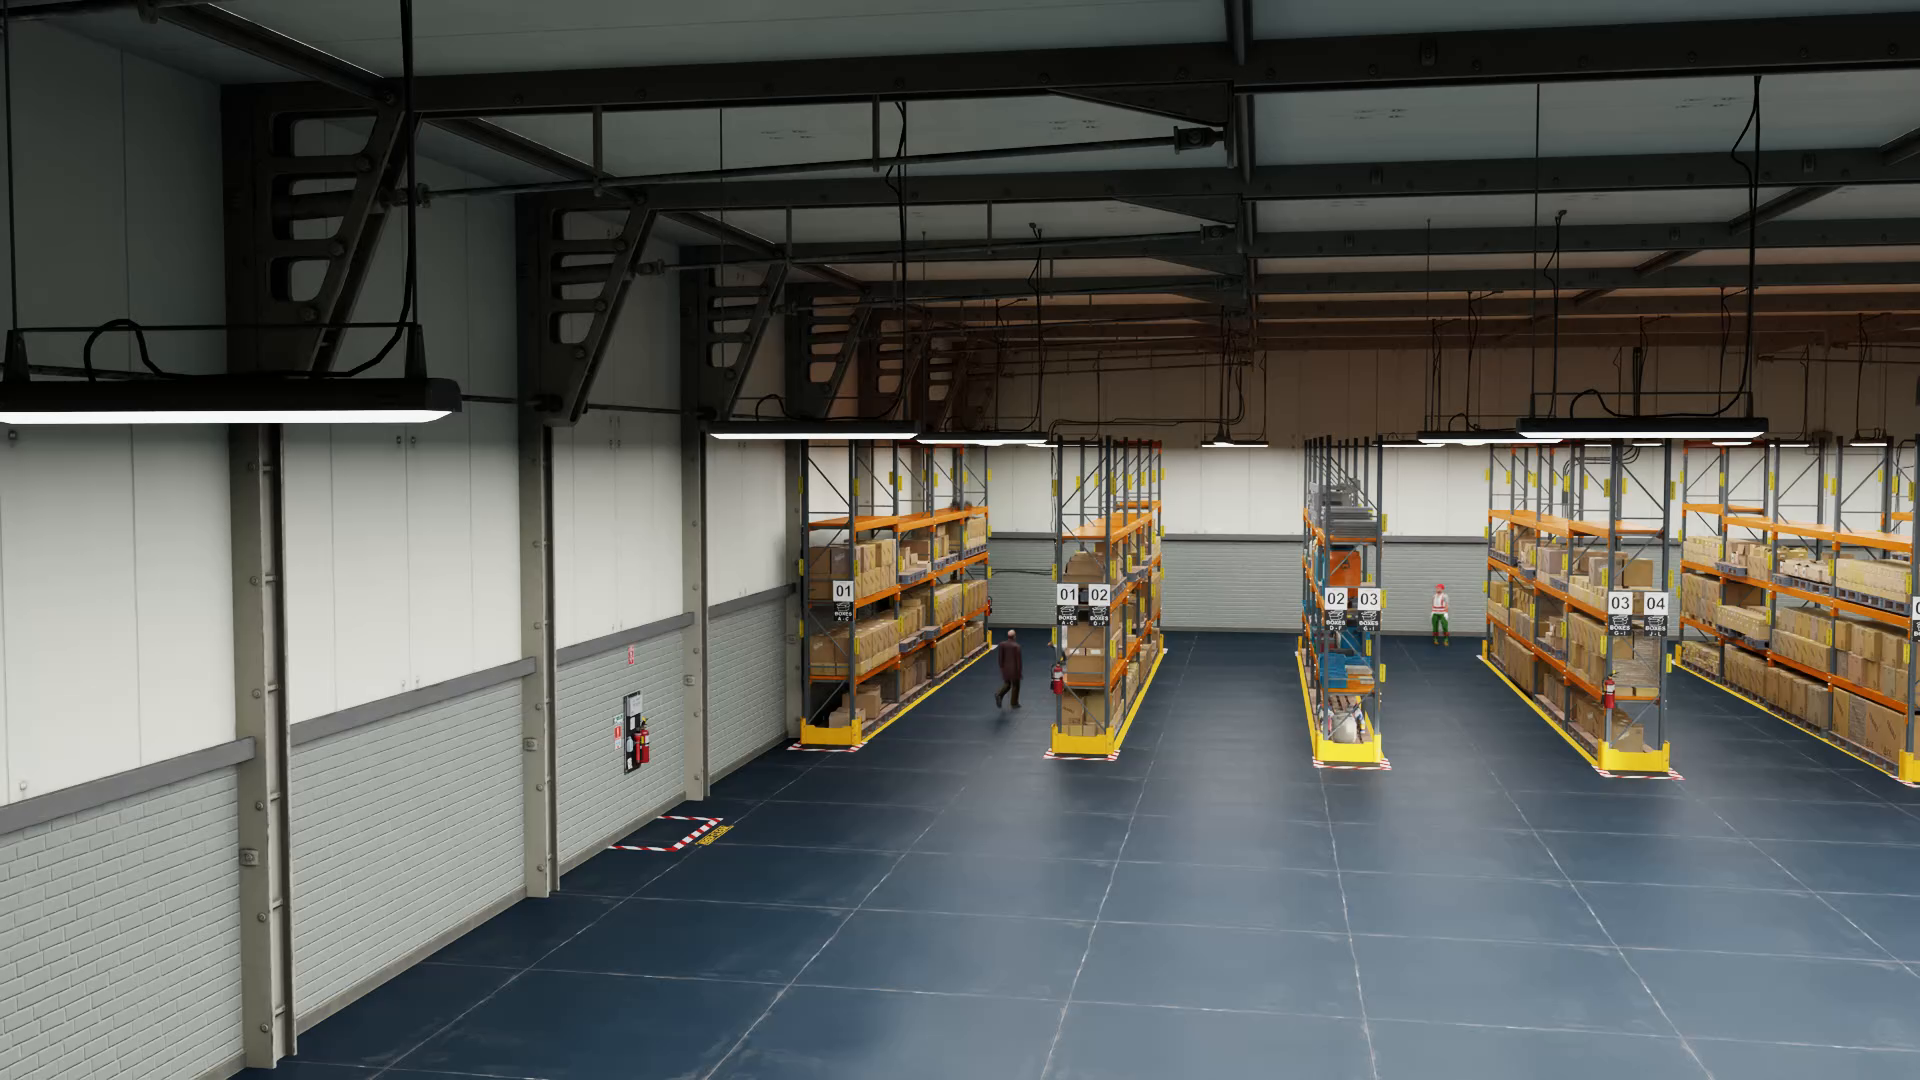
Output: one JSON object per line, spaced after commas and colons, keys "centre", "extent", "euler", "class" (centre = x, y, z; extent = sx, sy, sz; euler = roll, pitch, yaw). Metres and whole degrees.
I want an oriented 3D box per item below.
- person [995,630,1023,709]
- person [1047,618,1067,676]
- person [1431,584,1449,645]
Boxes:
{"centre": [1.096, 2.848, 36.592], "extent": [0.596, 1.762, 0.779], "euler": [3, 4, 44], "class": "person"}
{"centre": [2.517, 2.733, 41.075], "extent": [0.573, 1.728, 0.618], "euler": [-1, 3, -25], "class": "person"}
{"centre": [14.114, 2.182, 48.902], "extent": [0.564, 1.794, 0.428], "euler": [2, 4, 31], "class": "person"}
